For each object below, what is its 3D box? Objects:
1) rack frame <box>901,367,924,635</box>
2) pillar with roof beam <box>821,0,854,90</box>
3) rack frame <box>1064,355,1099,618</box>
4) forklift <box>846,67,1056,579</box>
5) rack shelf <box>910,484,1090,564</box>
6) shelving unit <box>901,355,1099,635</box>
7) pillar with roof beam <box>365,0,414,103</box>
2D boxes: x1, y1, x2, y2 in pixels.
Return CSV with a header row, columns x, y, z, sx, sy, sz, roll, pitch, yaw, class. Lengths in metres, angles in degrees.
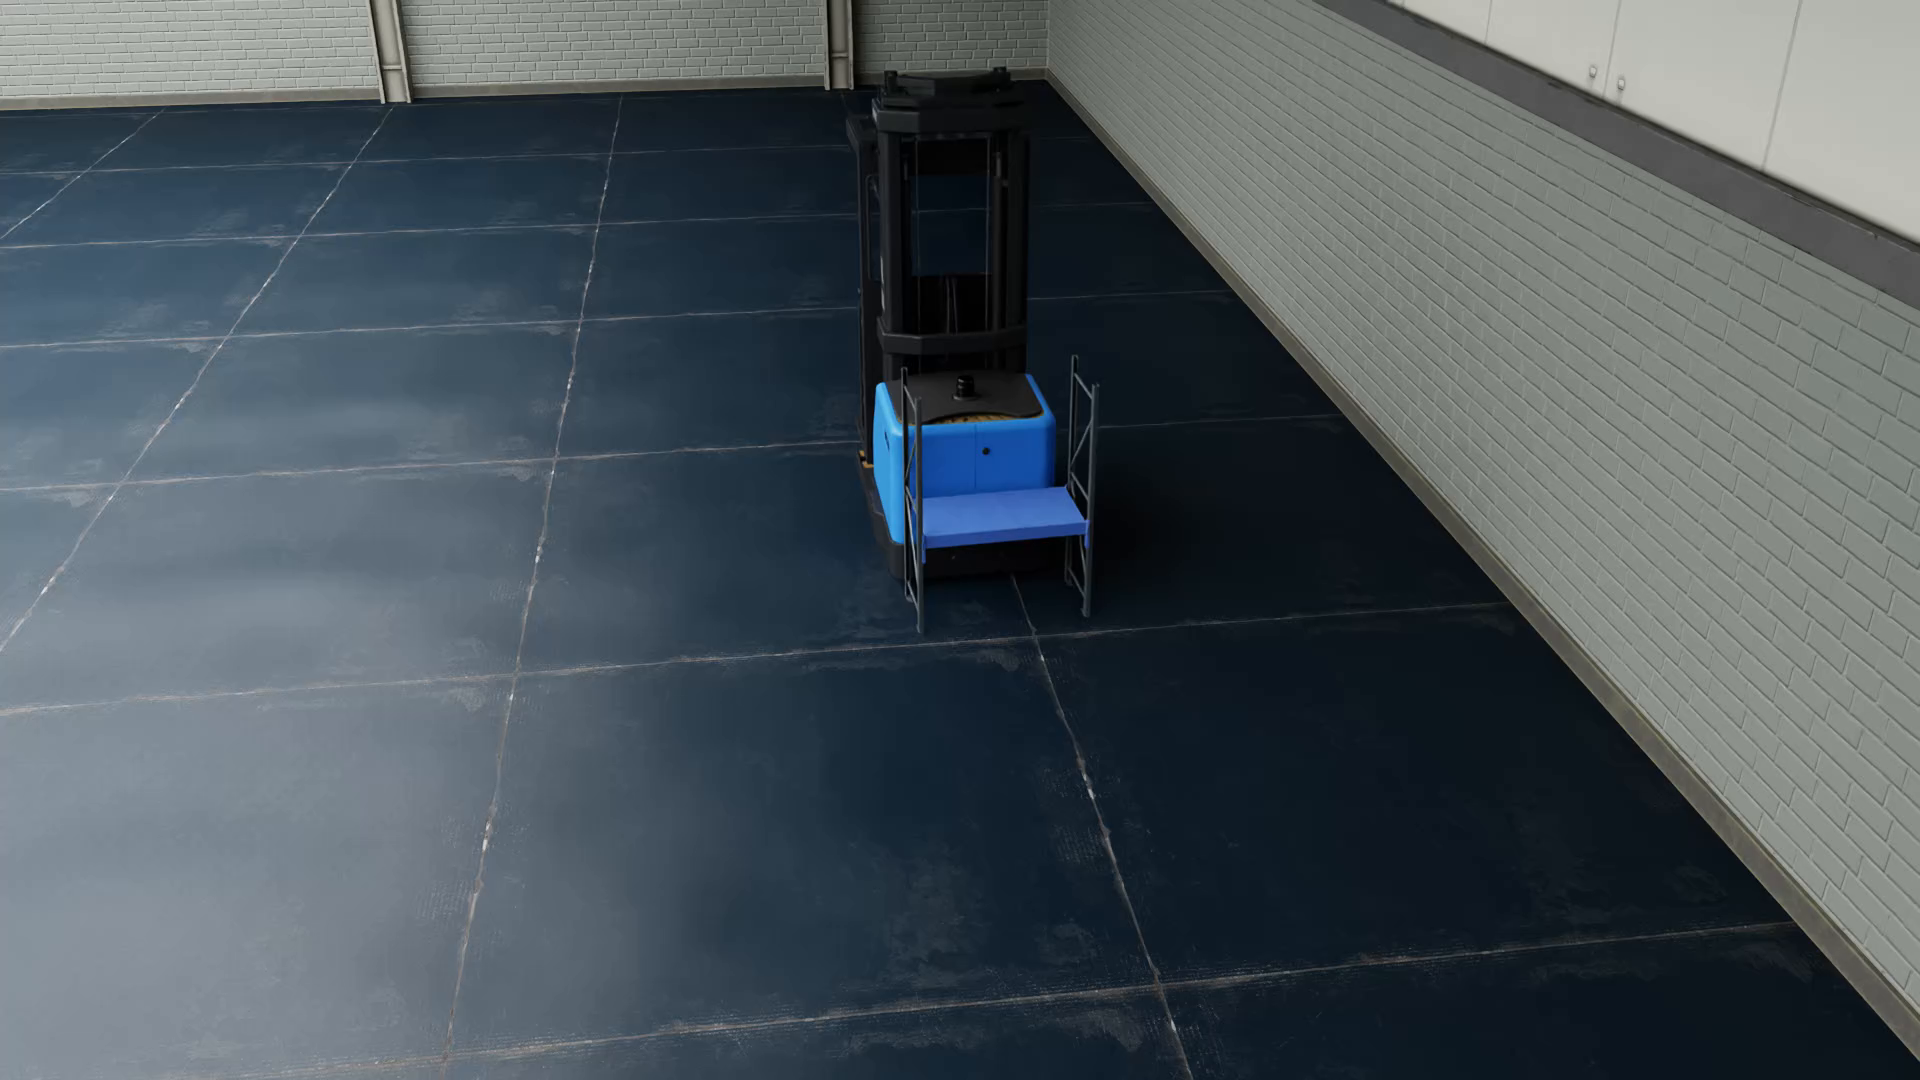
x,y,z,sx,sy,sz,roll,pitch,yaw,class
-0.276,-0.219,9.735,0.032,1.500,0.500,-5,28,-10,rack frame
-1.094,-8.411,17.488,0.400,9.000,9.100,-4,27,-7,pillar with roof beam
0.721,-0.309,9.913,0.032,1.500,0.500,-5,28,-10,rack frame
-0.143,-1.708,11.071,1.130,2.935,3.031,-4,27,-8,forklift
0.223,-0.104,9.906,1.000,0.185,0.538,-5,28,-10,rack shelf
0.223,-0.264,9.824,1.048,1.500,0.538,-5,28,-10,shelving unit
-7.035,-8.029,16.744,0.400,9.000,9.100,-4,27,-7,pillar with roof beam
